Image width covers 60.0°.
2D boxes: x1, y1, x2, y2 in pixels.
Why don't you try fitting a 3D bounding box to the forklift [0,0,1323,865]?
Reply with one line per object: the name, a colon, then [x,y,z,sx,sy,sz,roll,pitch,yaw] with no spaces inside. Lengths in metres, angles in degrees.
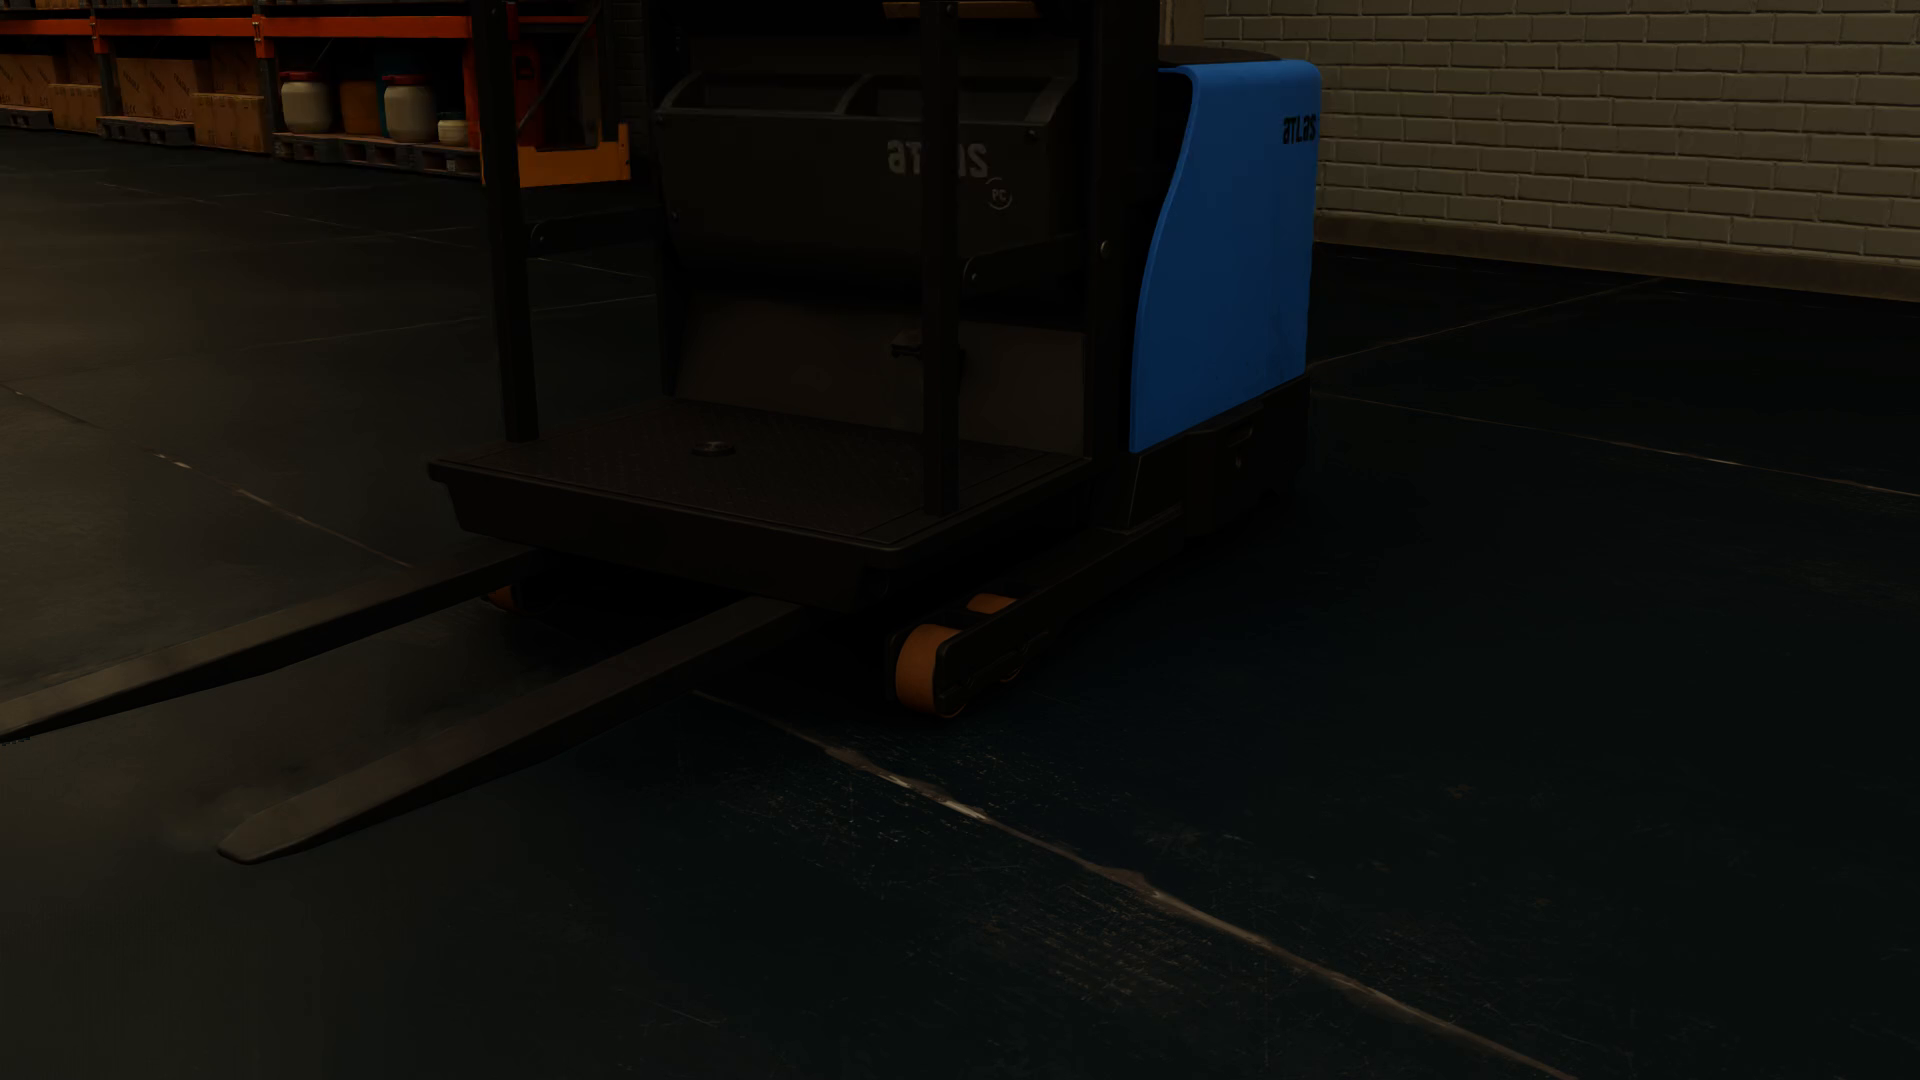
forklift: [-0.314,-1.245,2.958,1.130,2.935,3.031,10,20,30]
